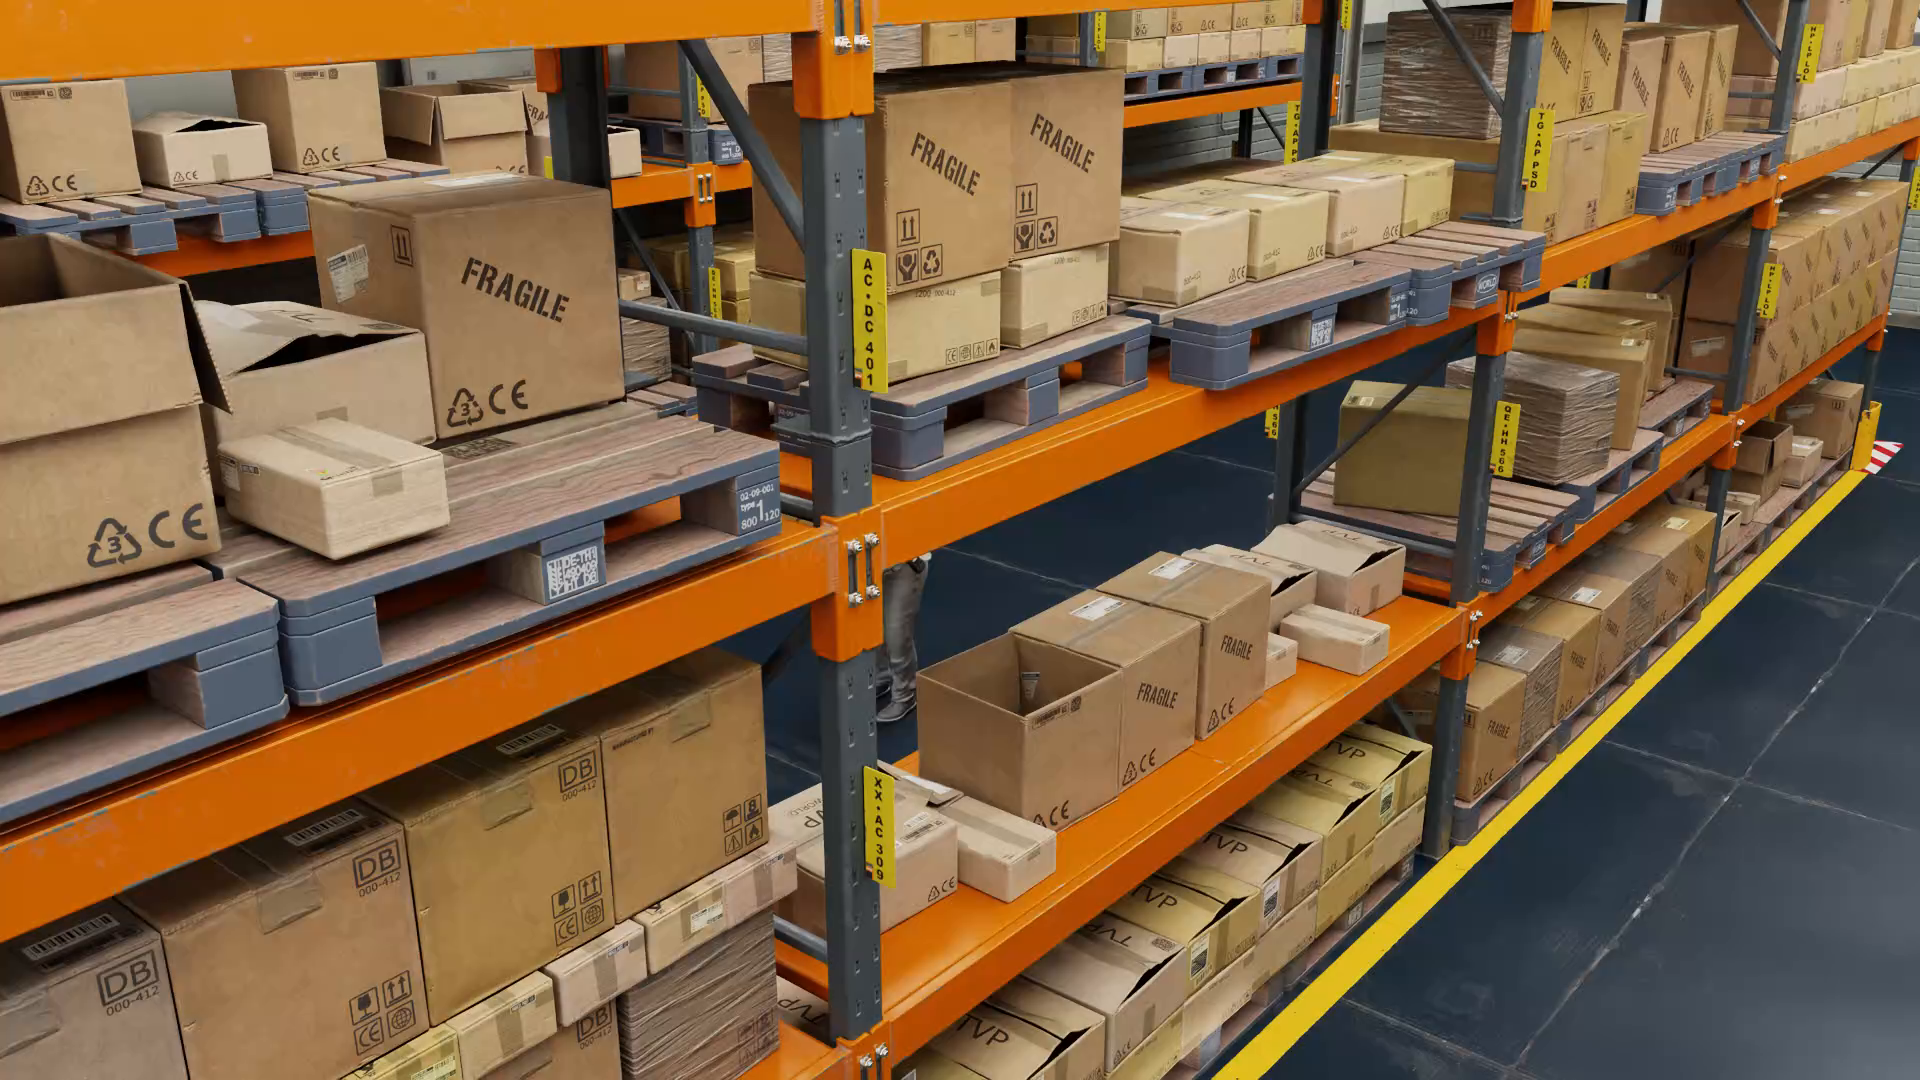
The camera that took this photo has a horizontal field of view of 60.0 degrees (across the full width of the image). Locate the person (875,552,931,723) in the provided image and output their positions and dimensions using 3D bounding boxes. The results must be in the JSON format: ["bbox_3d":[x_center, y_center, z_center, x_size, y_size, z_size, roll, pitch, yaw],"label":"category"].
[{"bbox_3d":[-0.427,0.176,9.111,0.453,1.653,0.541,16,26,37],"label":"person"}]
